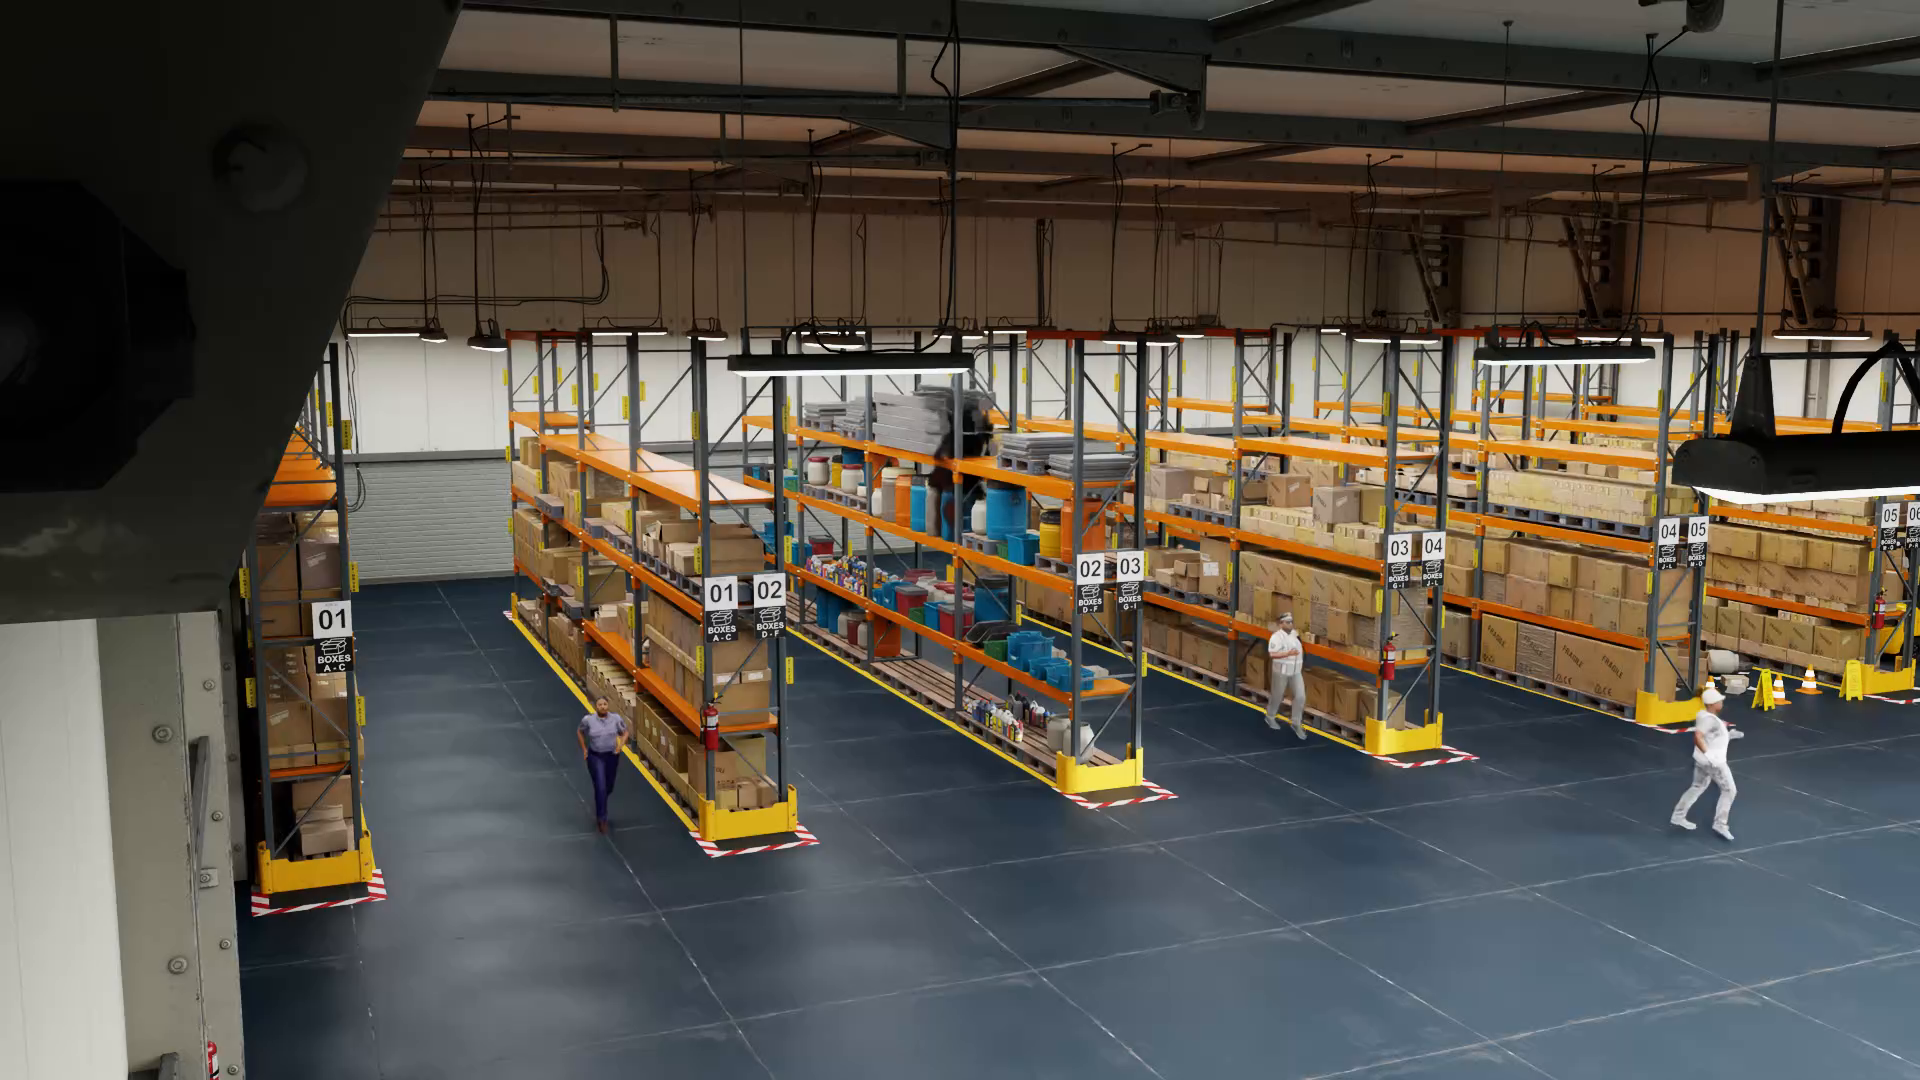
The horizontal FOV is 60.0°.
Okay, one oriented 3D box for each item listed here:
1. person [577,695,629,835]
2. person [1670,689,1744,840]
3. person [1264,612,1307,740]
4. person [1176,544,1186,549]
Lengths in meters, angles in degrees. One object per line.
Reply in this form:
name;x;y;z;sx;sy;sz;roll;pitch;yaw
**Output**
person;-4.418;2.721;20.625;0.603;1.678;0.856;-4;9;-25
person;9.084;2.718;20.152;0.785;1.847;0.658;1;8;5
person;4.776;1.957;24.346;0.645;1.840;0.762;-3;9;-24
person;4.446;0.962;33.364;0.637;1.765;0.736;-3;8;-21
